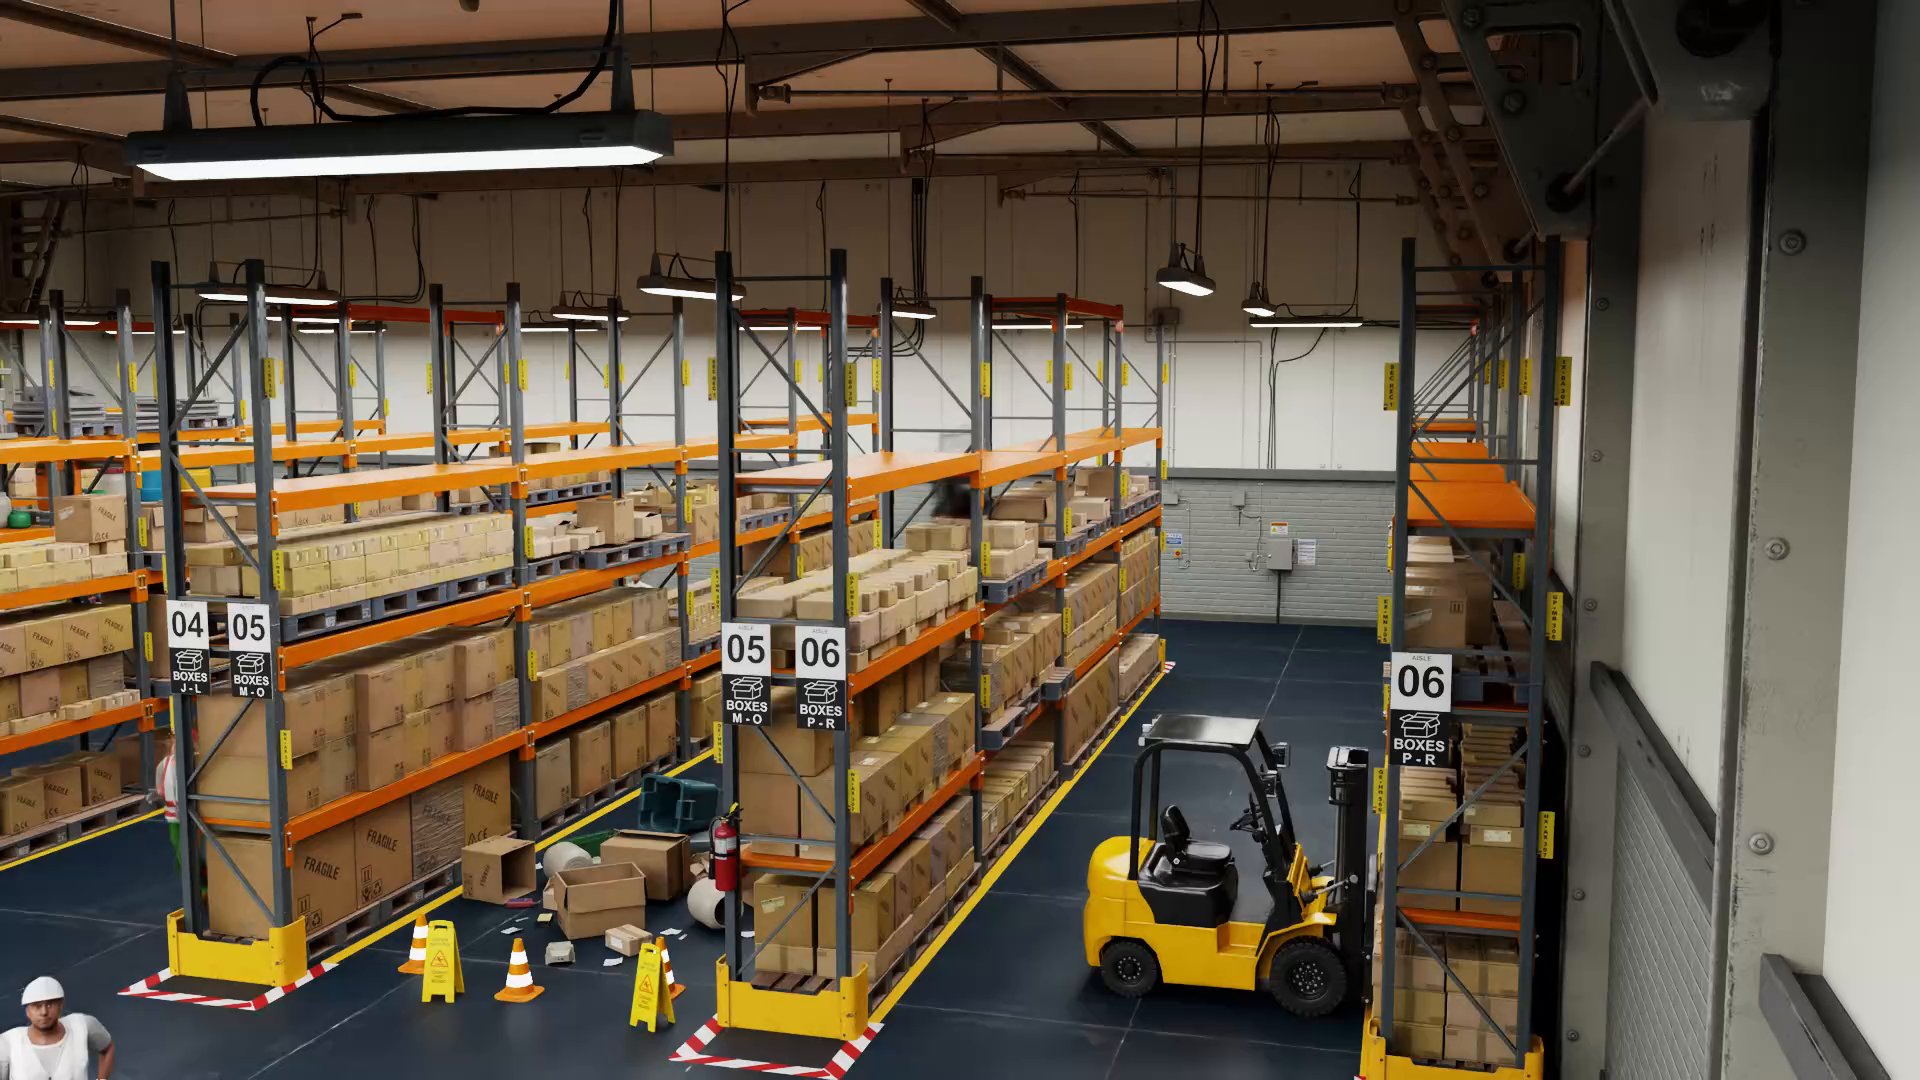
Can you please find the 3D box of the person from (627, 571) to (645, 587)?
[{"bbox_3d":[-5.600,0.874,28.358,0.453,0.846,0.518,1,6,13],"label":"person"}]

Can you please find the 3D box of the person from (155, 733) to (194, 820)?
[{"bbox_3d":[-7.219,2.157,15.516,0.630,0.863,0.499,1,6,13],"label":"person"}]

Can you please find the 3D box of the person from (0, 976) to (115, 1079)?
[{"bbox_3d":[-5.093,3.310,9.332,0.682,1.782,0.916,-4,7,-30],"label":"person"}]
